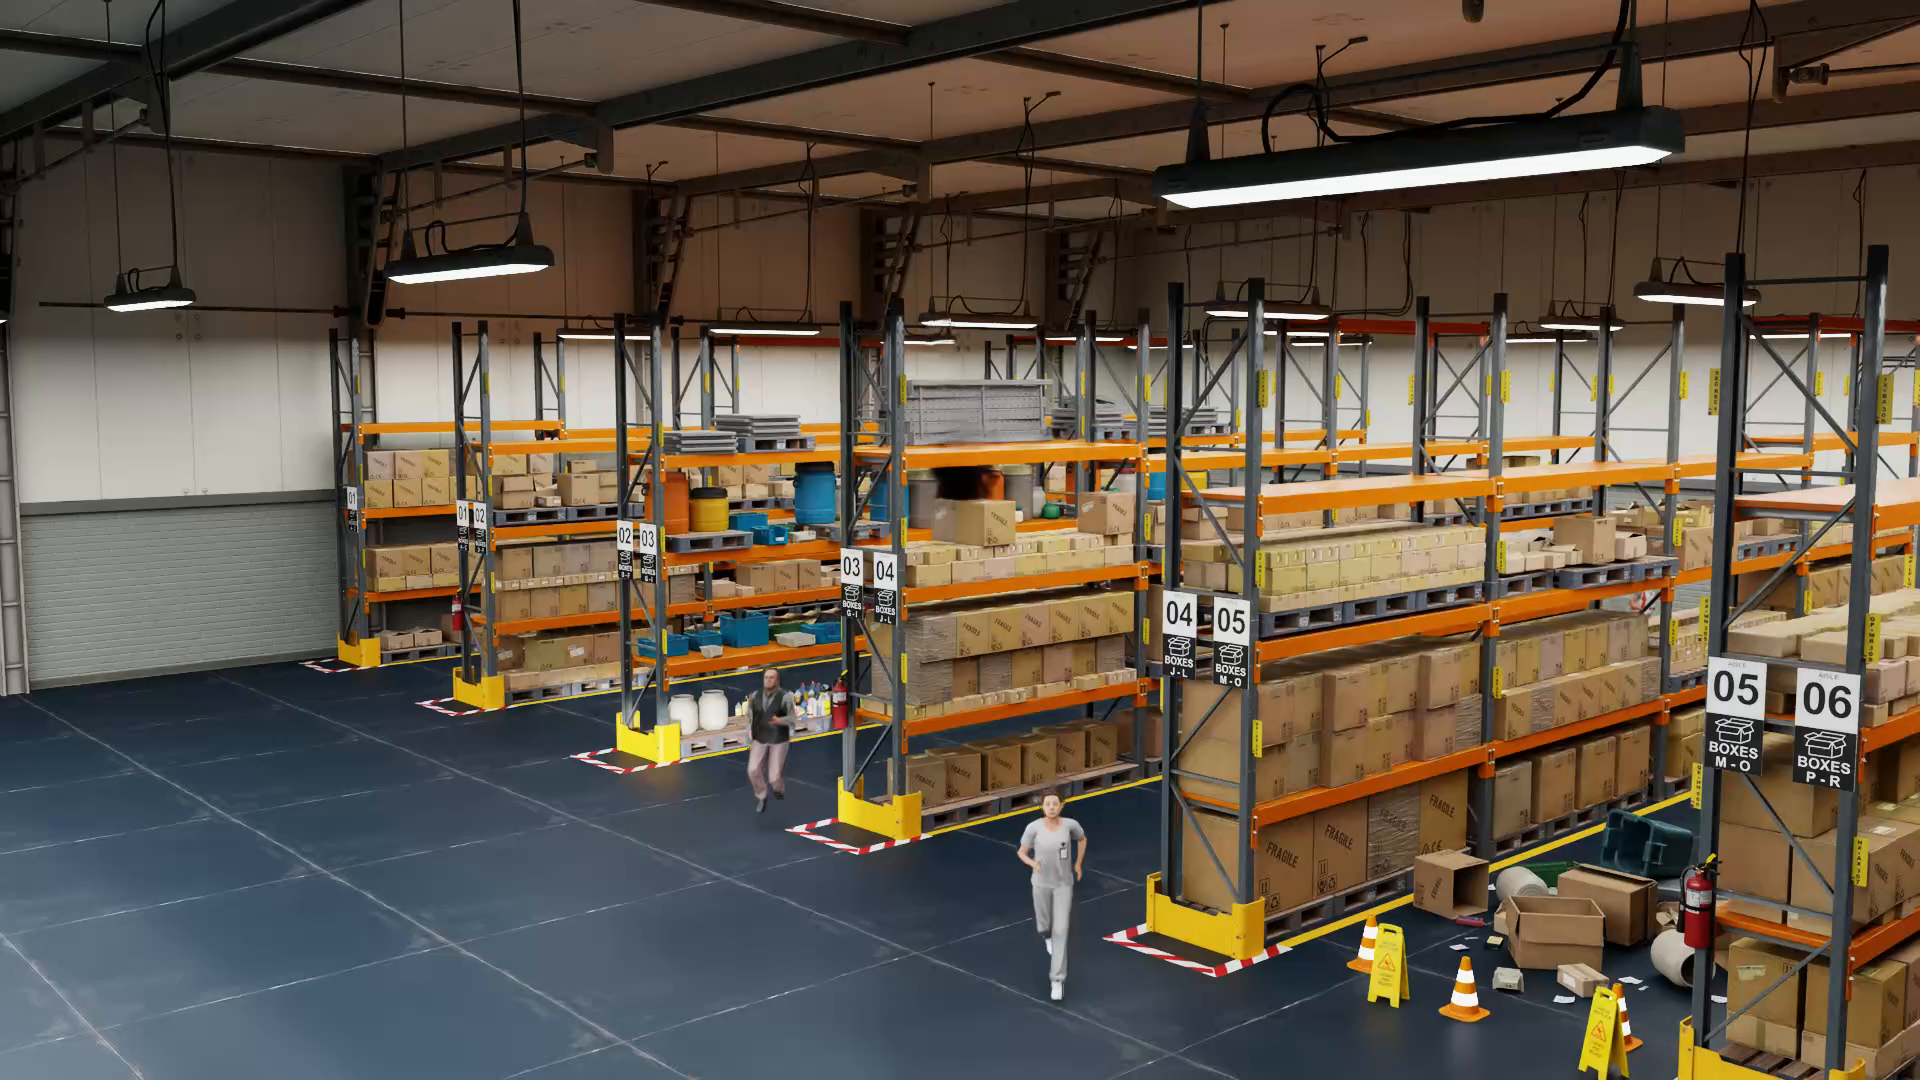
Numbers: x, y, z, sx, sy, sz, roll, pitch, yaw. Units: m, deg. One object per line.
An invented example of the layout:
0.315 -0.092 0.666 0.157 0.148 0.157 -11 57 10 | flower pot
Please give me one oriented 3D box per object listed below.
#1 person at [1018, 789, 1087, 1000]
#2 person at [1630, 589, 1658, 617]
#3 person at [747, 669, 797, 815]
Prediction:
0.780 2.928 14.090 0.582 1.654 0.970 0 6 5 | person
12.095 1.390 29.350 0.663 1.781 0.656 -2 6 -22 | person
-2.182 2.299 19.048 0.637 1.641 0.705 1 6 6 | person
